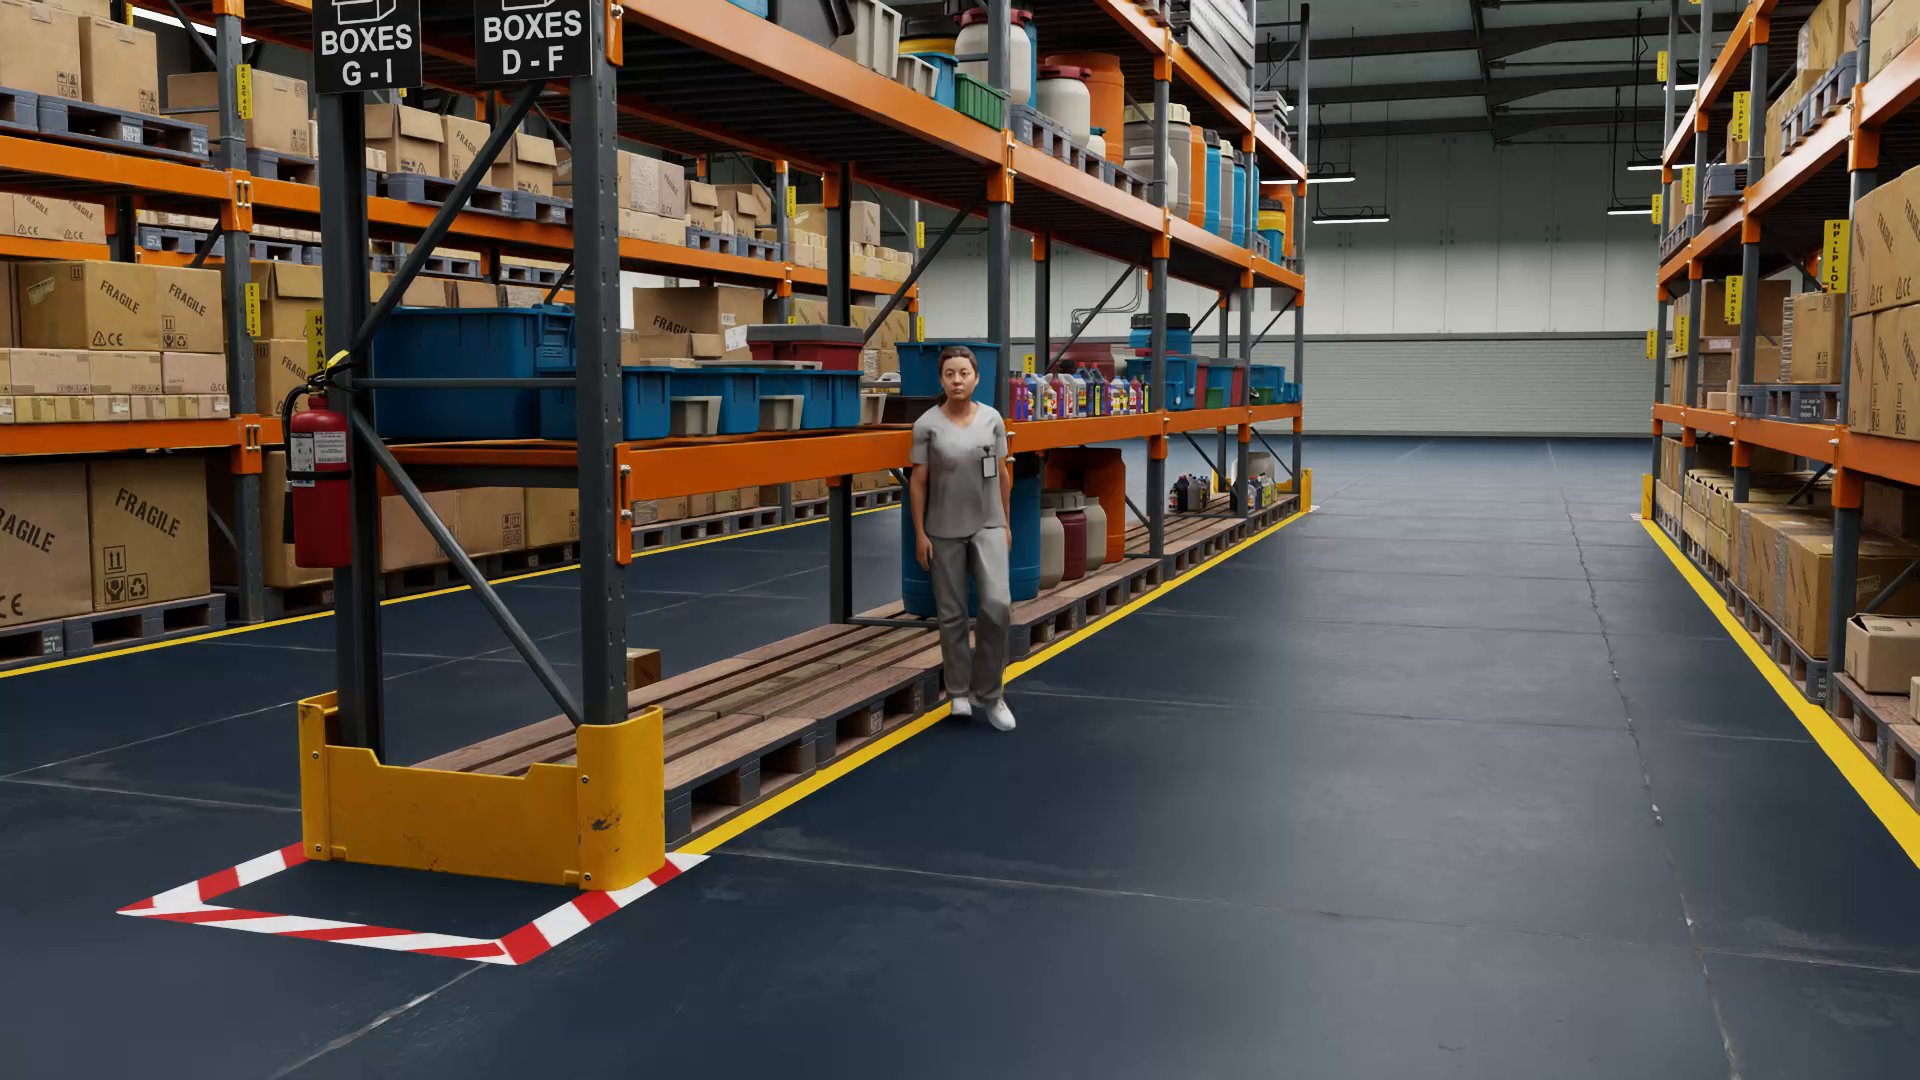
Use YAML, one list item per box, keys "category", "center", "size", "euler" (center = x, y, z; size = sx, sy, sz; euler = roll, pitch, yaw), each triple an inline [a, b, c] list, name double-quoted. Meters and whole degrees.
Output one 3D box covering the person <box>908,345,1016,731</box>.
- category: "person"
  center: [0.004, -0.009, 7.330]
  size: [0.472, 1.660, 0.536]
  euler: [0, 5, -5]
